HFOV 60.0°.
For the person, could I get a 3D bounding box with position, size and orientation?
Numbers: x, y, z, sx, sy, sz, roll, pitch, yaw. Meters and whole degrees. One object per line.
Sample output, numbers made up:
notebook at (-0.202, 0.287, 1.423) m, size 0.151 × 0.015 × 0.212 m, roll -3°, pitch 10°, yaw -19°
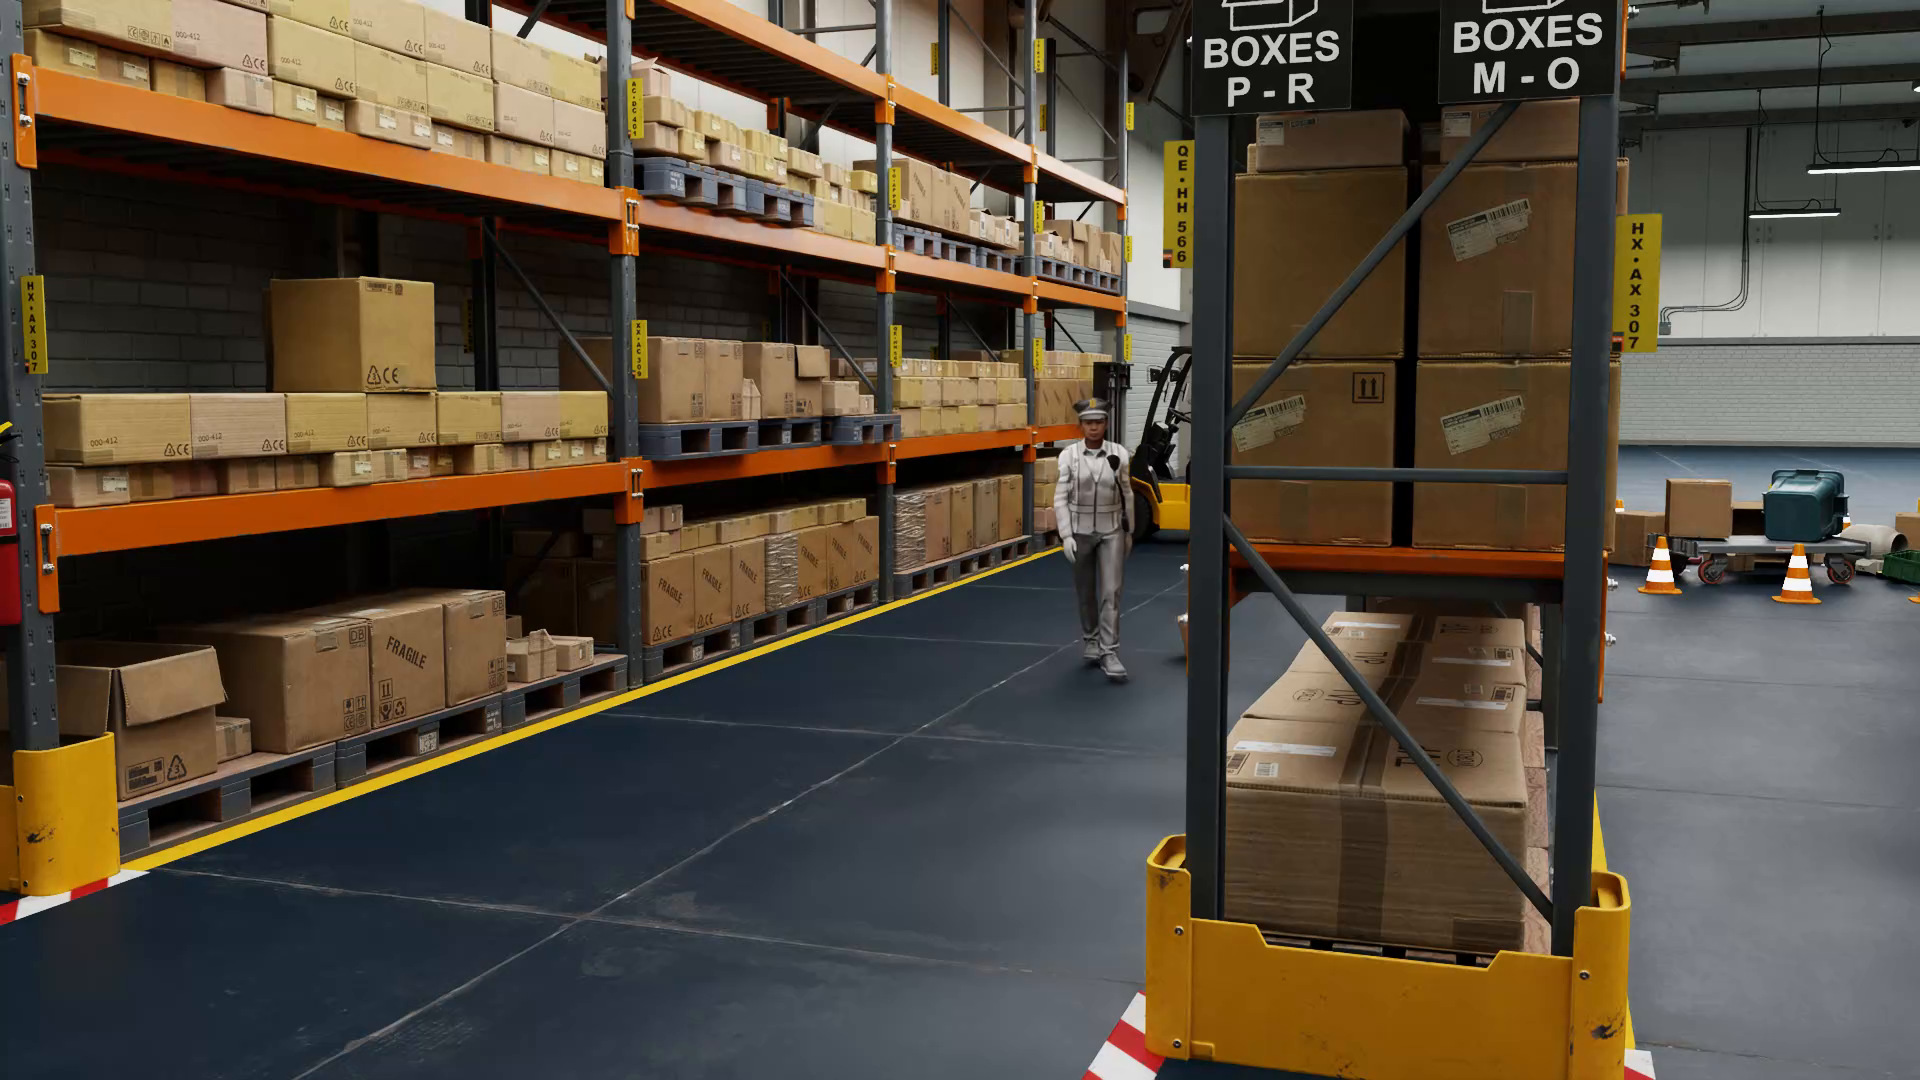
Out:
person at (0.801, -0.044, 9.989) m, size 0.488 × 1.623 × 0.943 m, roll 1°, pitch 5°, yaw 7°
